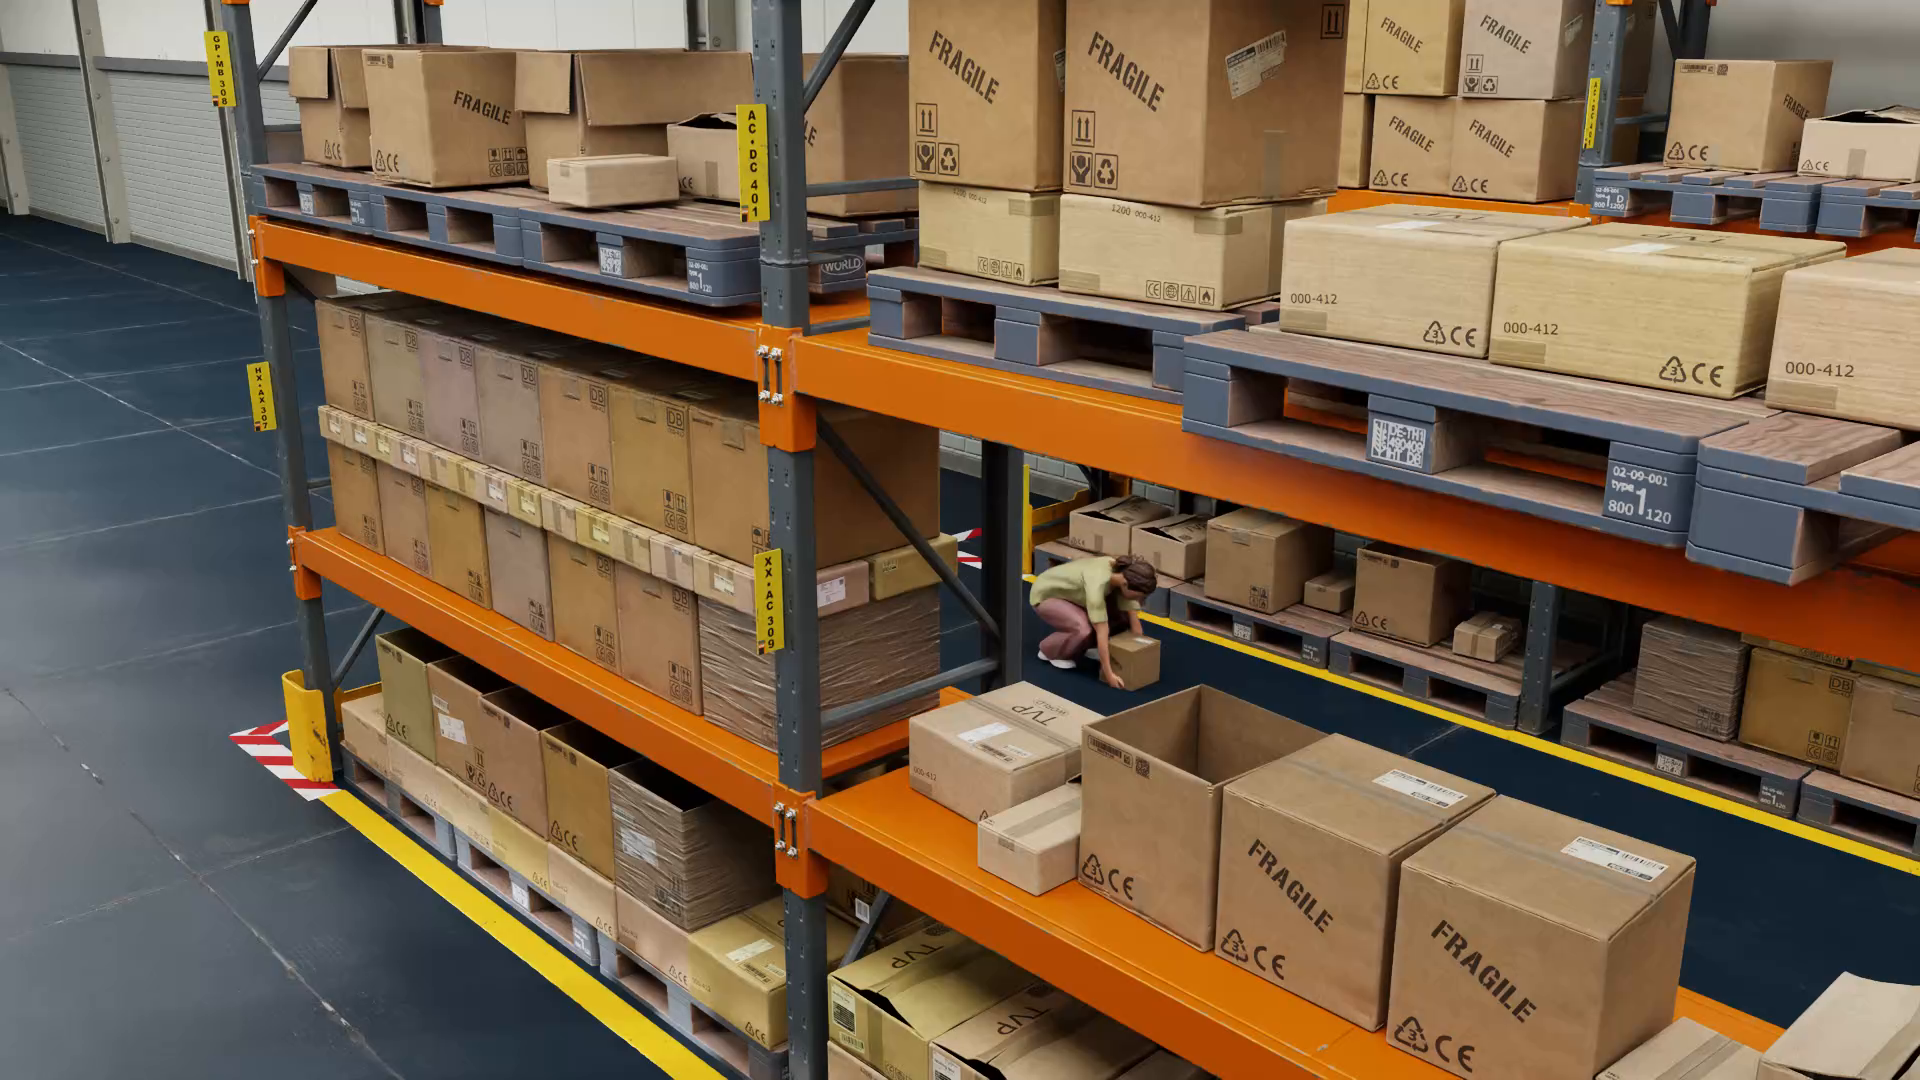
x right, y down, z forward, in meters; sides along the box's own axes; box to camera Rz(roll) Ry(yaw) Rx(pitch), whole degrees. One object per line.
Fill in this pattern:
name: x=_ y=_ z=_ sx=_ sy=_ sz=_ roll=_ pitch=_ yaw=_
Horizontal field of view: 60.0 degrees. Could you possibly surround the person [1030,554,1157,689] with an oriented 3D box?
person: x=0.793 y=0.432 z=9.842 sx=0.476 sy=0.806 sz=0.833 roll=-16 pitch=23 yaw=-41
